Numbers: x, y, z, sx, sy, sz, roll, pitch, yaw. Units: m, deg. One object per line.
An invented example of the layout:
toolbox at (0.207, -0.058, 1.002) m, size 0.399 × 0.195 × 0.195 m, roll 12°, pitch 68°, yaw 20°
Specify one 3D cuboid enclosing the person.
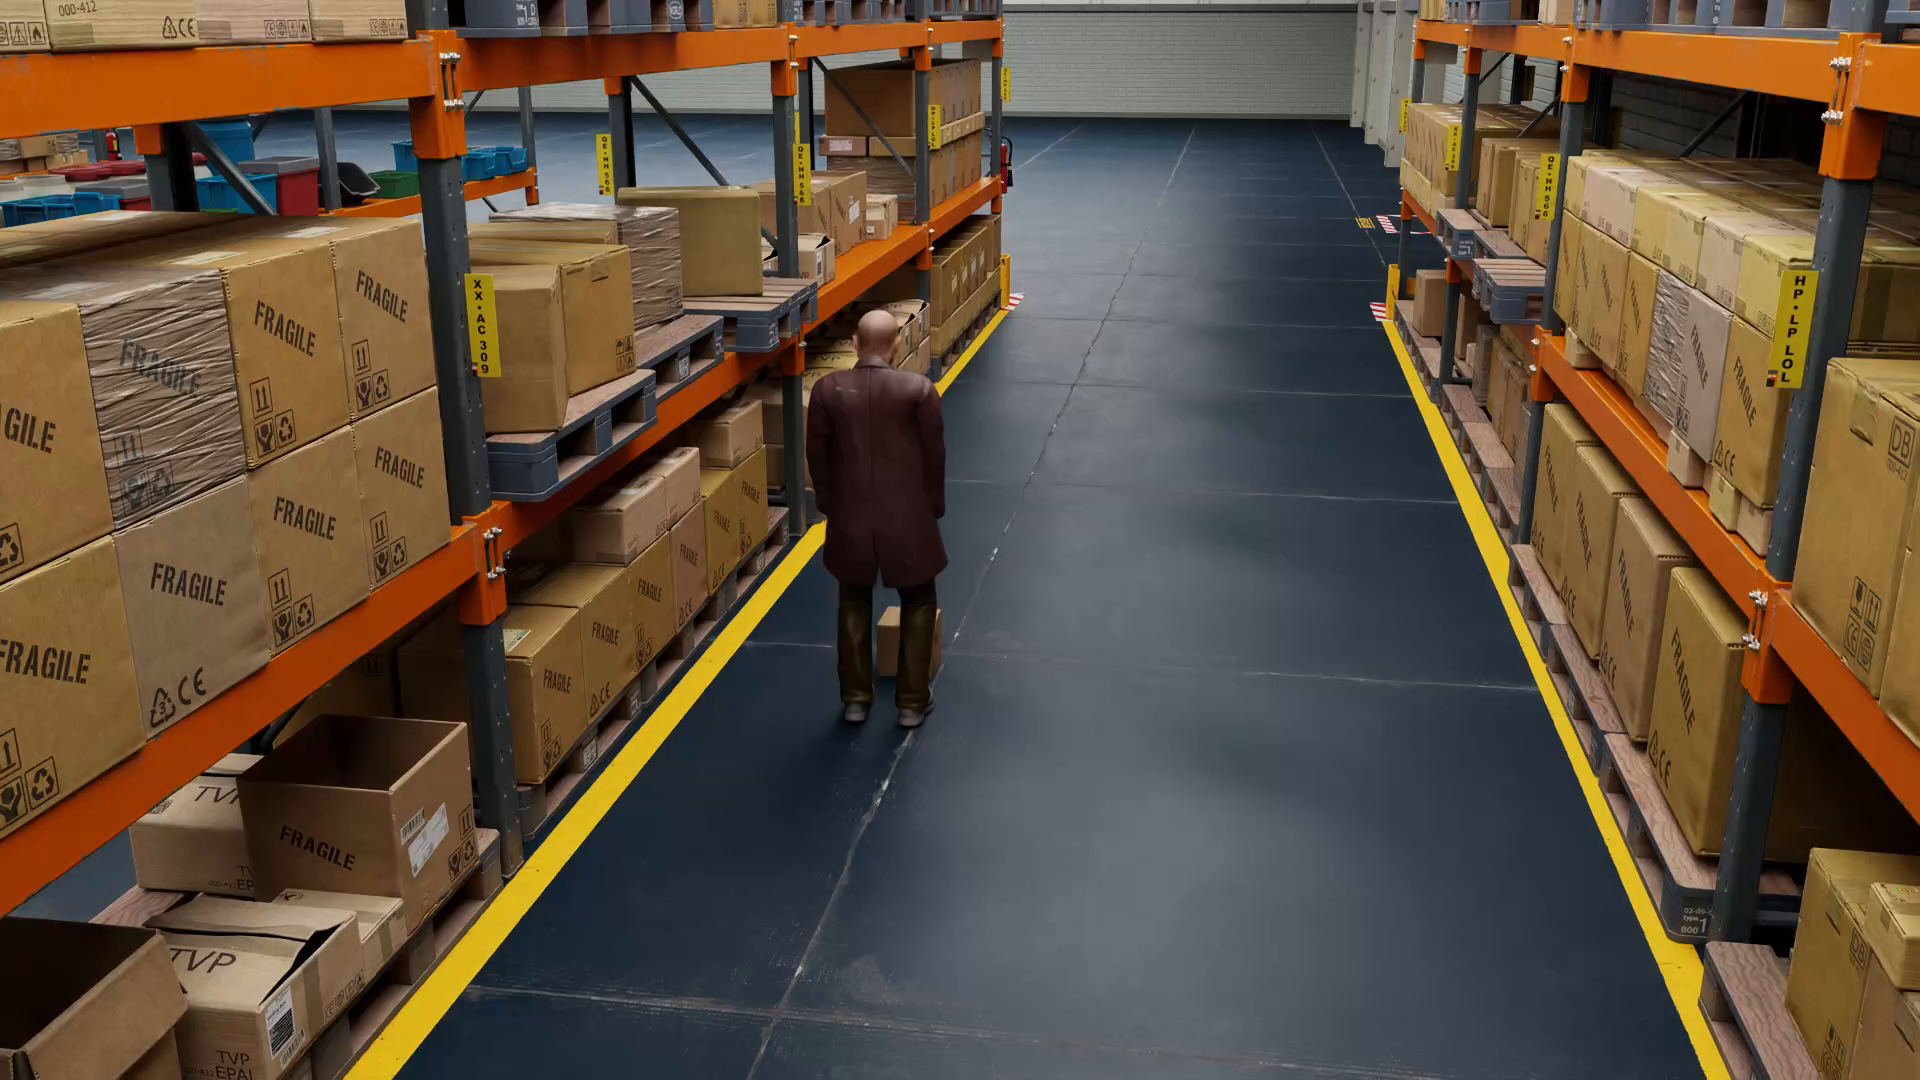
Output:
person at (-0.342, -0.079, 6.927) m, size 0.587 × 1.730 × 0.416 m, roll 3°, pitch 18°, yaw 10°
